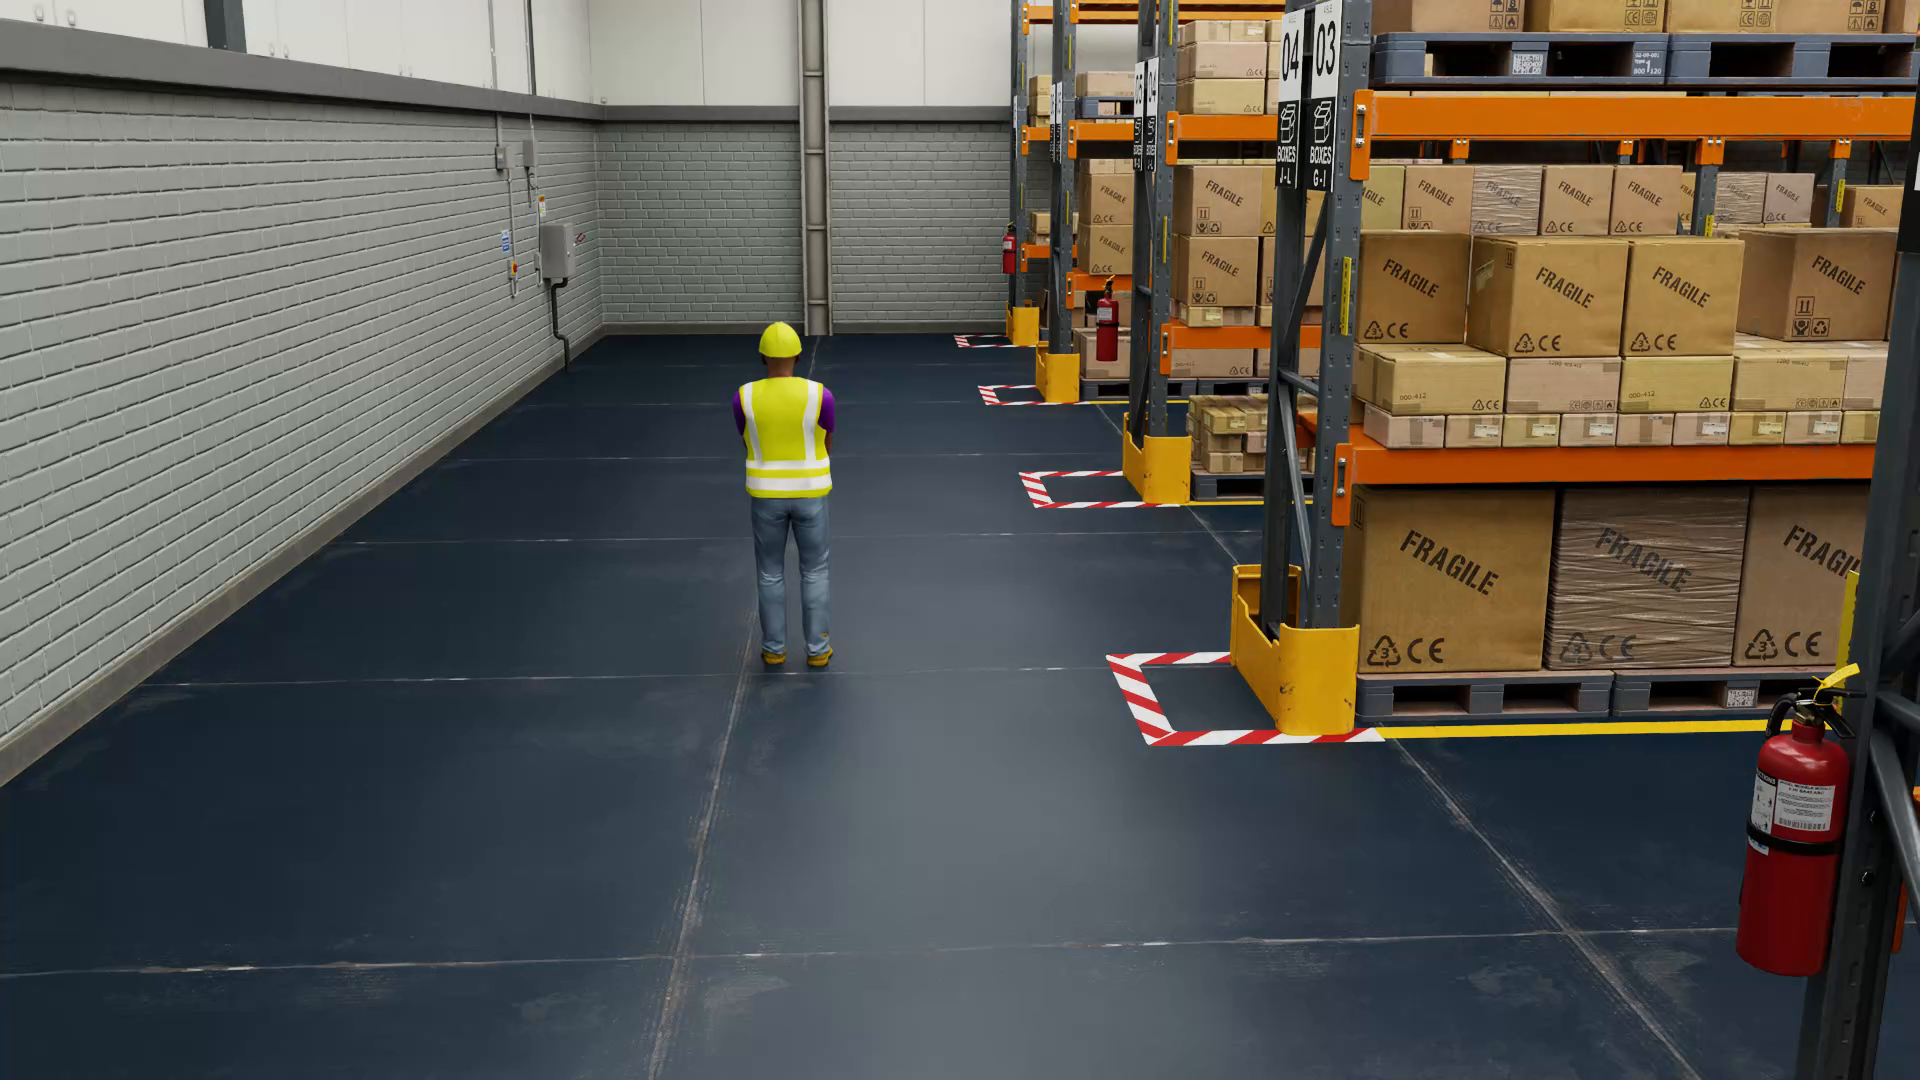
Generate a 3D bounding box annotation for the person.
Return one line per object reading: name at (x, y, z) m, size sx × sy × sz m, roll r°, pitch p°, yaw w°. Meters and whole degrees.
person at (-0.881, -0.246, 8.486) m, size 0.503 × 1.758 × 0.577 m, roll -1°, pitch 13°, yaw -3°
